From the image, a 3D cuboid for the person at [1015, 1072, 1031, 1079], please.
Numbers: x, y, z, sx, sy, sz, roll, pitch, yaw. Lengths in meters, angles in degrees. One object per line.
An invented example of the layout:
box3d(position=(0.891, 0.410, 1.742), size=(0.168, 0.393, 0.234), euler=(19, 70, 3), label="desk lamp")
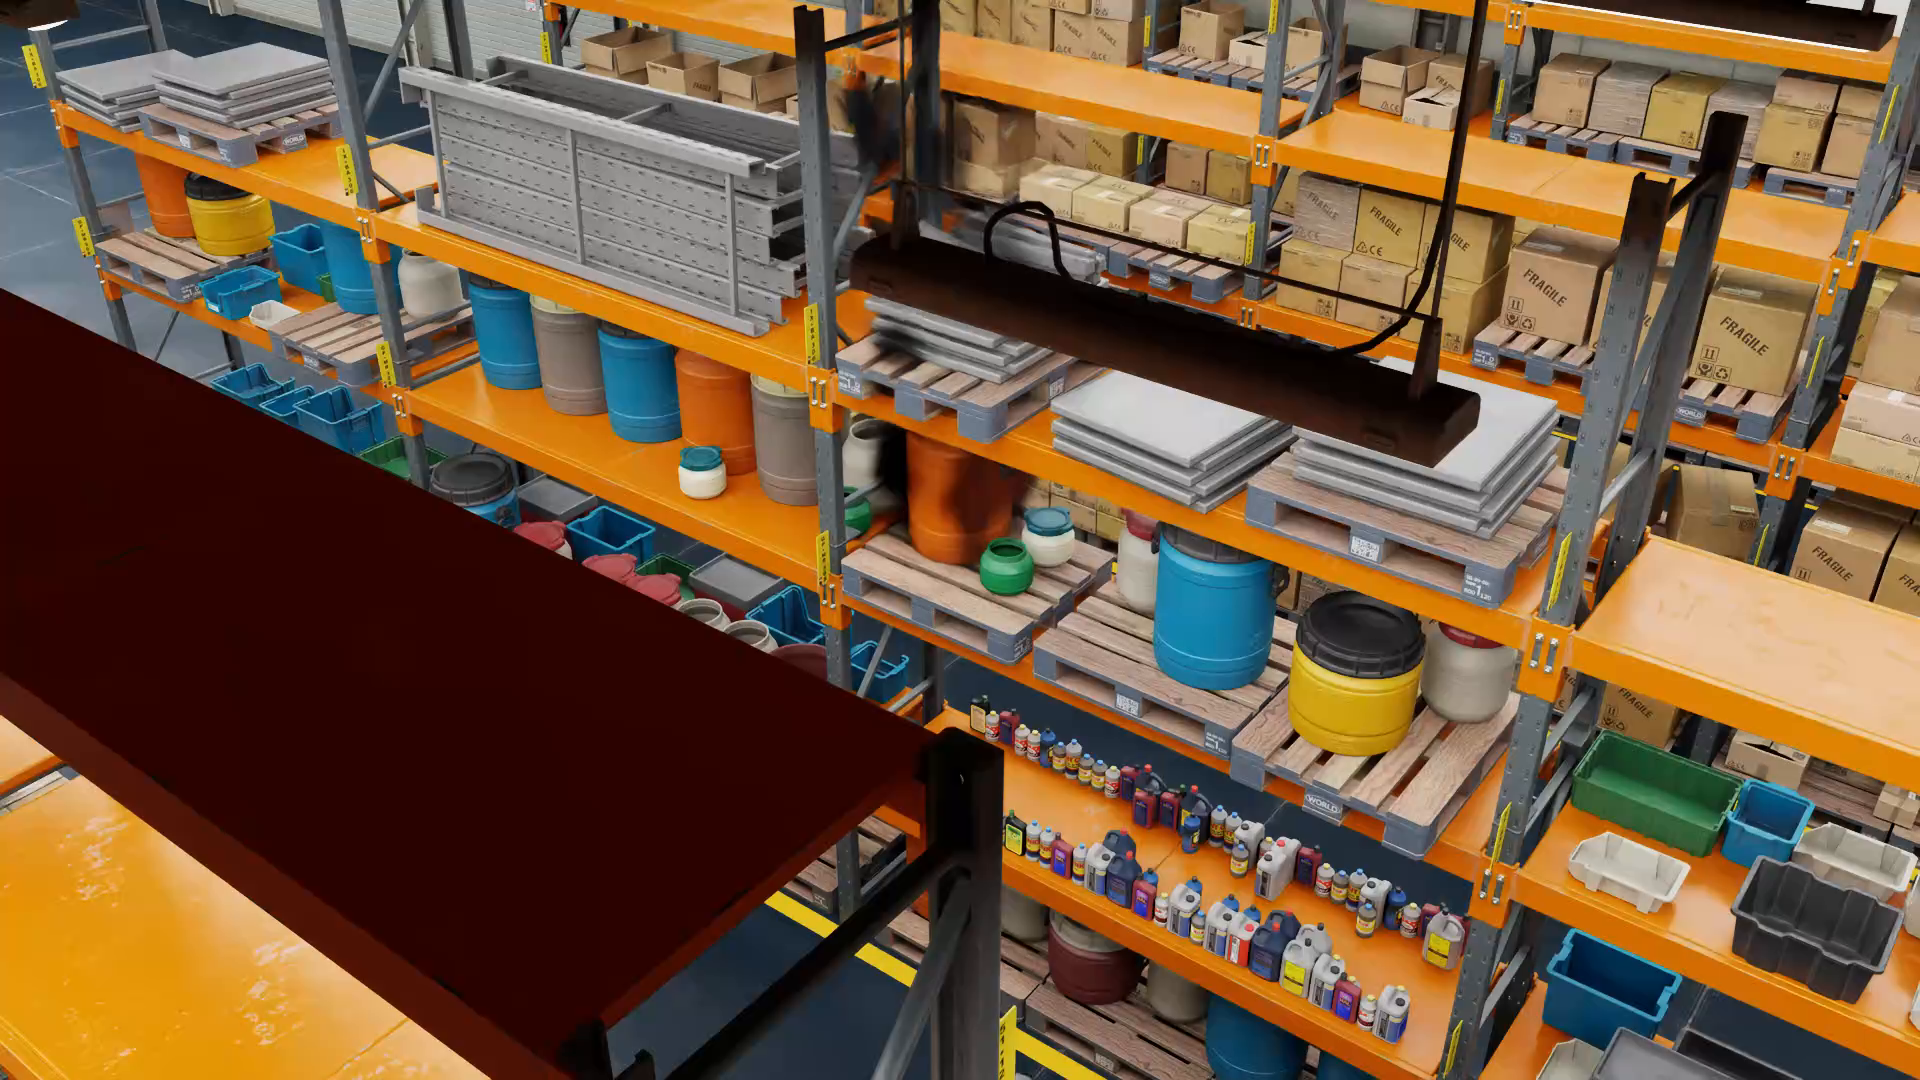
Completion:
box3d(position=(0.214, 3.196, 7.880), size=(0.736, 1.779, 0.583), euler=(16, 35, 24), label="person")
